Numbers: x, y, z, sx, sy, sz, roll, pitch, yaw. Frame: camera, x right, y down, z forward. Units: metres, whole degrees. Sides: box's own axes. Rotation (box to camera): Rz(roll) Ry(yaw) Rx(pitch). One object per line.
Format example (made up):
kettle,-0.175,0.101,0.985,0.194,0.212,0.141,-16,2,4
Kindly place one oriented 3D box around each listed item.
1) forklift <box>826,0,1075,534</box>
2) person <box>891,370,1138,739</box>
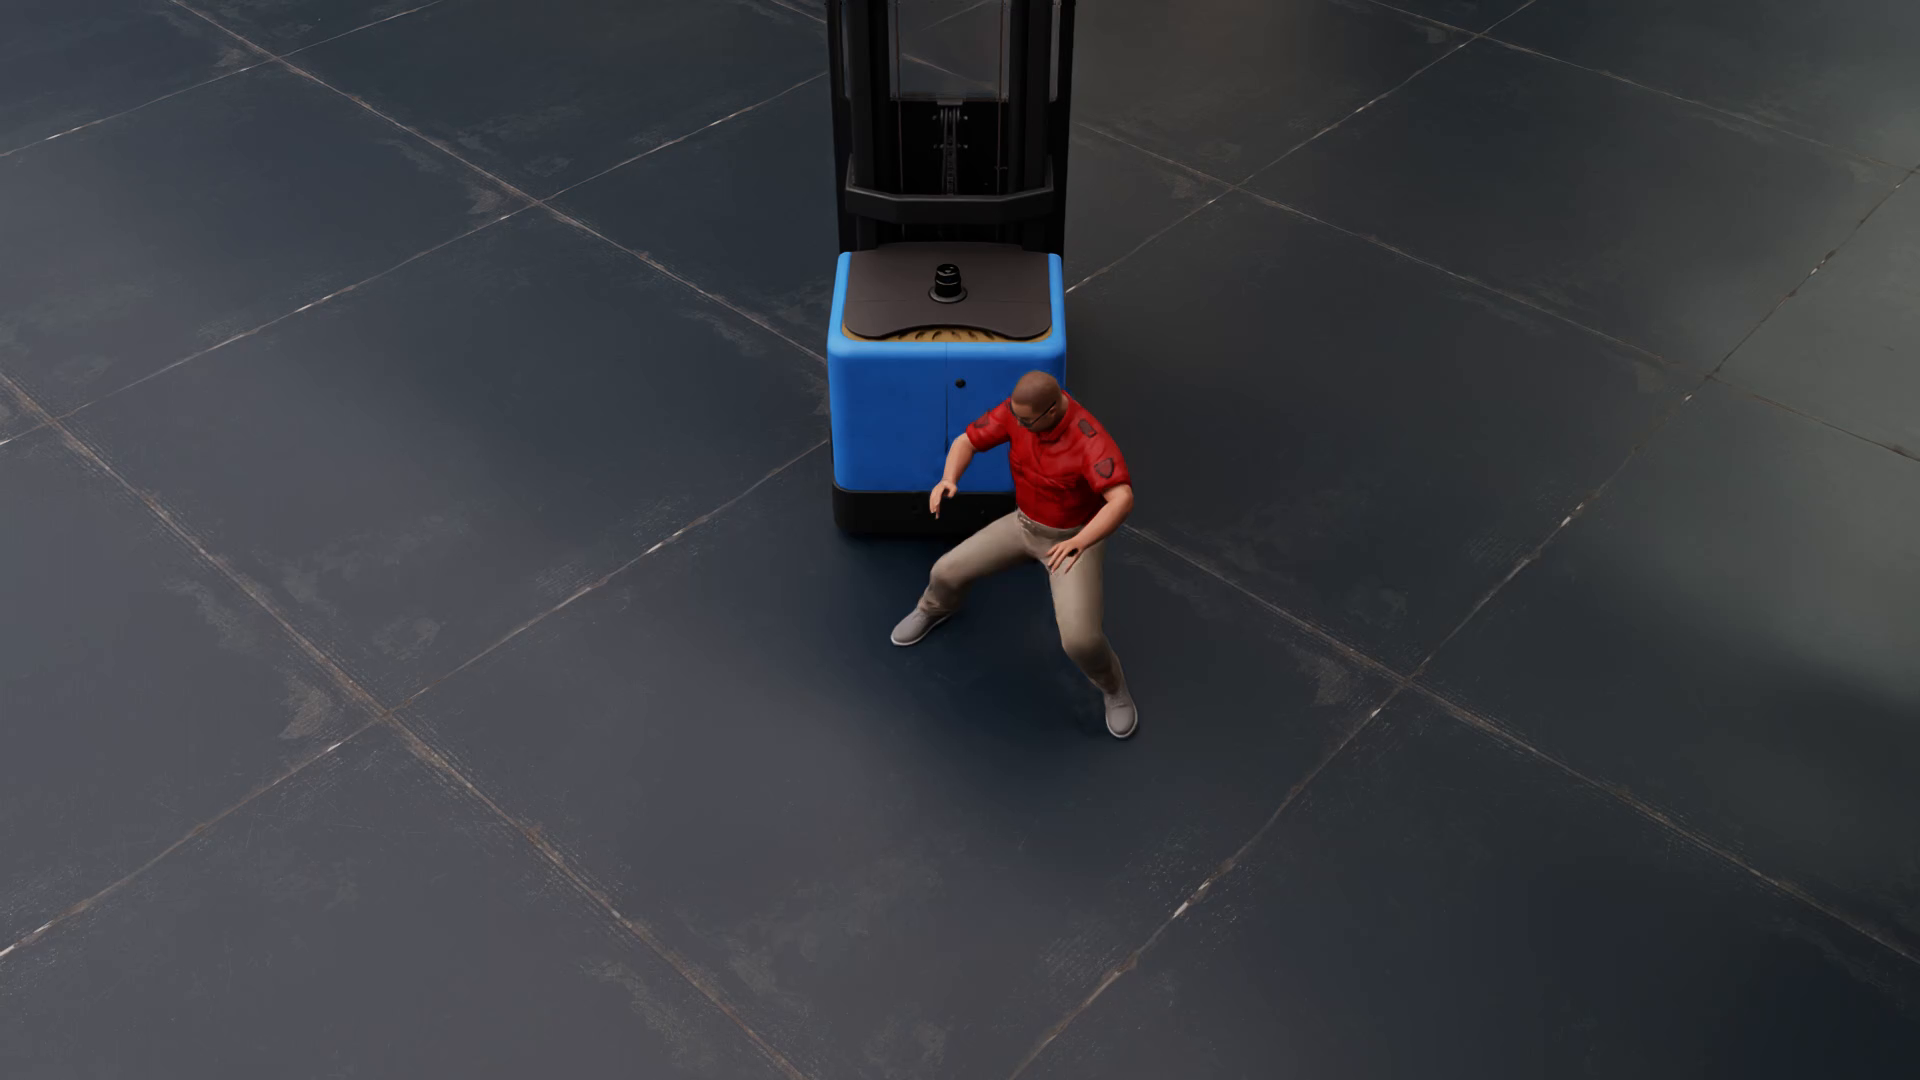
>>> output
forklift,-0.037,-2.072,7.843,1.130,2.935,3.031,0,41,1
person,0.252,0.012,6.525,0.706,1.490,1.138,-30,49,-30
